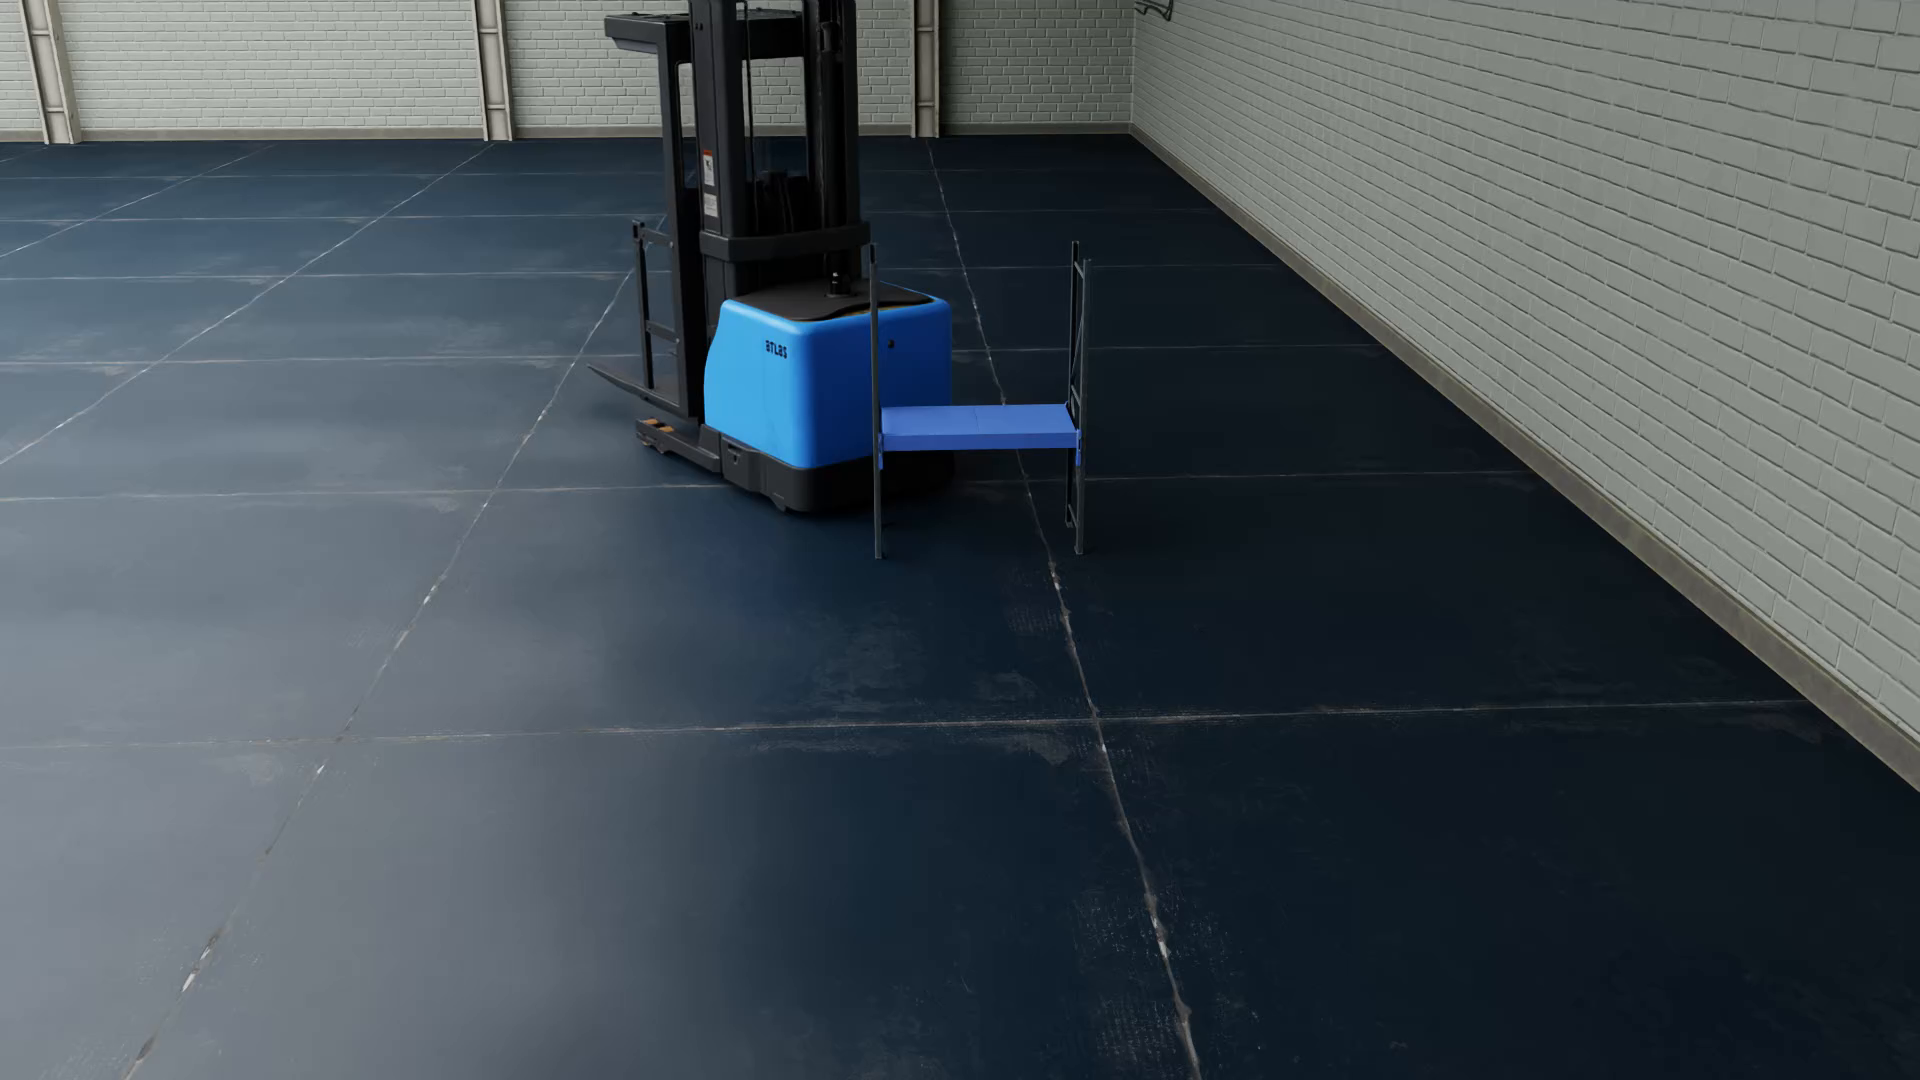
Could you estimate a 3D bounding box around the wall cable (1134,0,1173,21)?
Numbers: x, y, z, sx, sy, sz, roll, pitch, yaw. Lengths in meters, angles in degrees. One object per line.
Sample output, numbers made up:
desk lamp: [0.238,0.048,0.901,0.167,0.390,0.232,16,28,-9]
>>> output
wall cable: [2.517,-8.127,21.684,0.112,2.526,3.097,-1,21,-3]

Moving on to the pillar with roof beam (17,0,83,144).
pillar with roof beam: [-12.234,-8.215,17.551,0.400,9.000,9.100,-1,21,-3]

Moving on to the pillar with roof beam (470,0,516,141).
pillar with roof beam: [-6.244,-8.337,17.871,0.400,9.000,9.100,-1,21,-3]

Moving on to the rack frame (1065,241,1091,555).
rack frame: [0.593,-0.713,8.386,0.032,1.500,0.500,-1,21,-3]

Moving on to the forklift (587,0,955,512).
forklift: [-1.315,-1.977,9.696,1.130,2.935,3.031,-15,25,-34]

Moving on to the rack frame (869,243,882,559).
rack frame: [-0.422,-0.692,8.332,0.032,1.500,0.500,-1,21,-3]

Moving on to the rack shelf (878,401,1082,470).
rack shelf: [0.085,-0.535,8.423,1.000,0.185,0.538,-1,21,-3]

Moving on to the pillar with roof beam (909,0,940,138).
pillar with roof beam: [-0.254,-8.459,18.191,0.400,9.000,9.100,-1,21,-3]

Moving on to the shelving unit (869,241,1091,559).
shelving unit: [0.085,-0.703,8.359,1.048,1.500,0.538,-1,21,-3]
